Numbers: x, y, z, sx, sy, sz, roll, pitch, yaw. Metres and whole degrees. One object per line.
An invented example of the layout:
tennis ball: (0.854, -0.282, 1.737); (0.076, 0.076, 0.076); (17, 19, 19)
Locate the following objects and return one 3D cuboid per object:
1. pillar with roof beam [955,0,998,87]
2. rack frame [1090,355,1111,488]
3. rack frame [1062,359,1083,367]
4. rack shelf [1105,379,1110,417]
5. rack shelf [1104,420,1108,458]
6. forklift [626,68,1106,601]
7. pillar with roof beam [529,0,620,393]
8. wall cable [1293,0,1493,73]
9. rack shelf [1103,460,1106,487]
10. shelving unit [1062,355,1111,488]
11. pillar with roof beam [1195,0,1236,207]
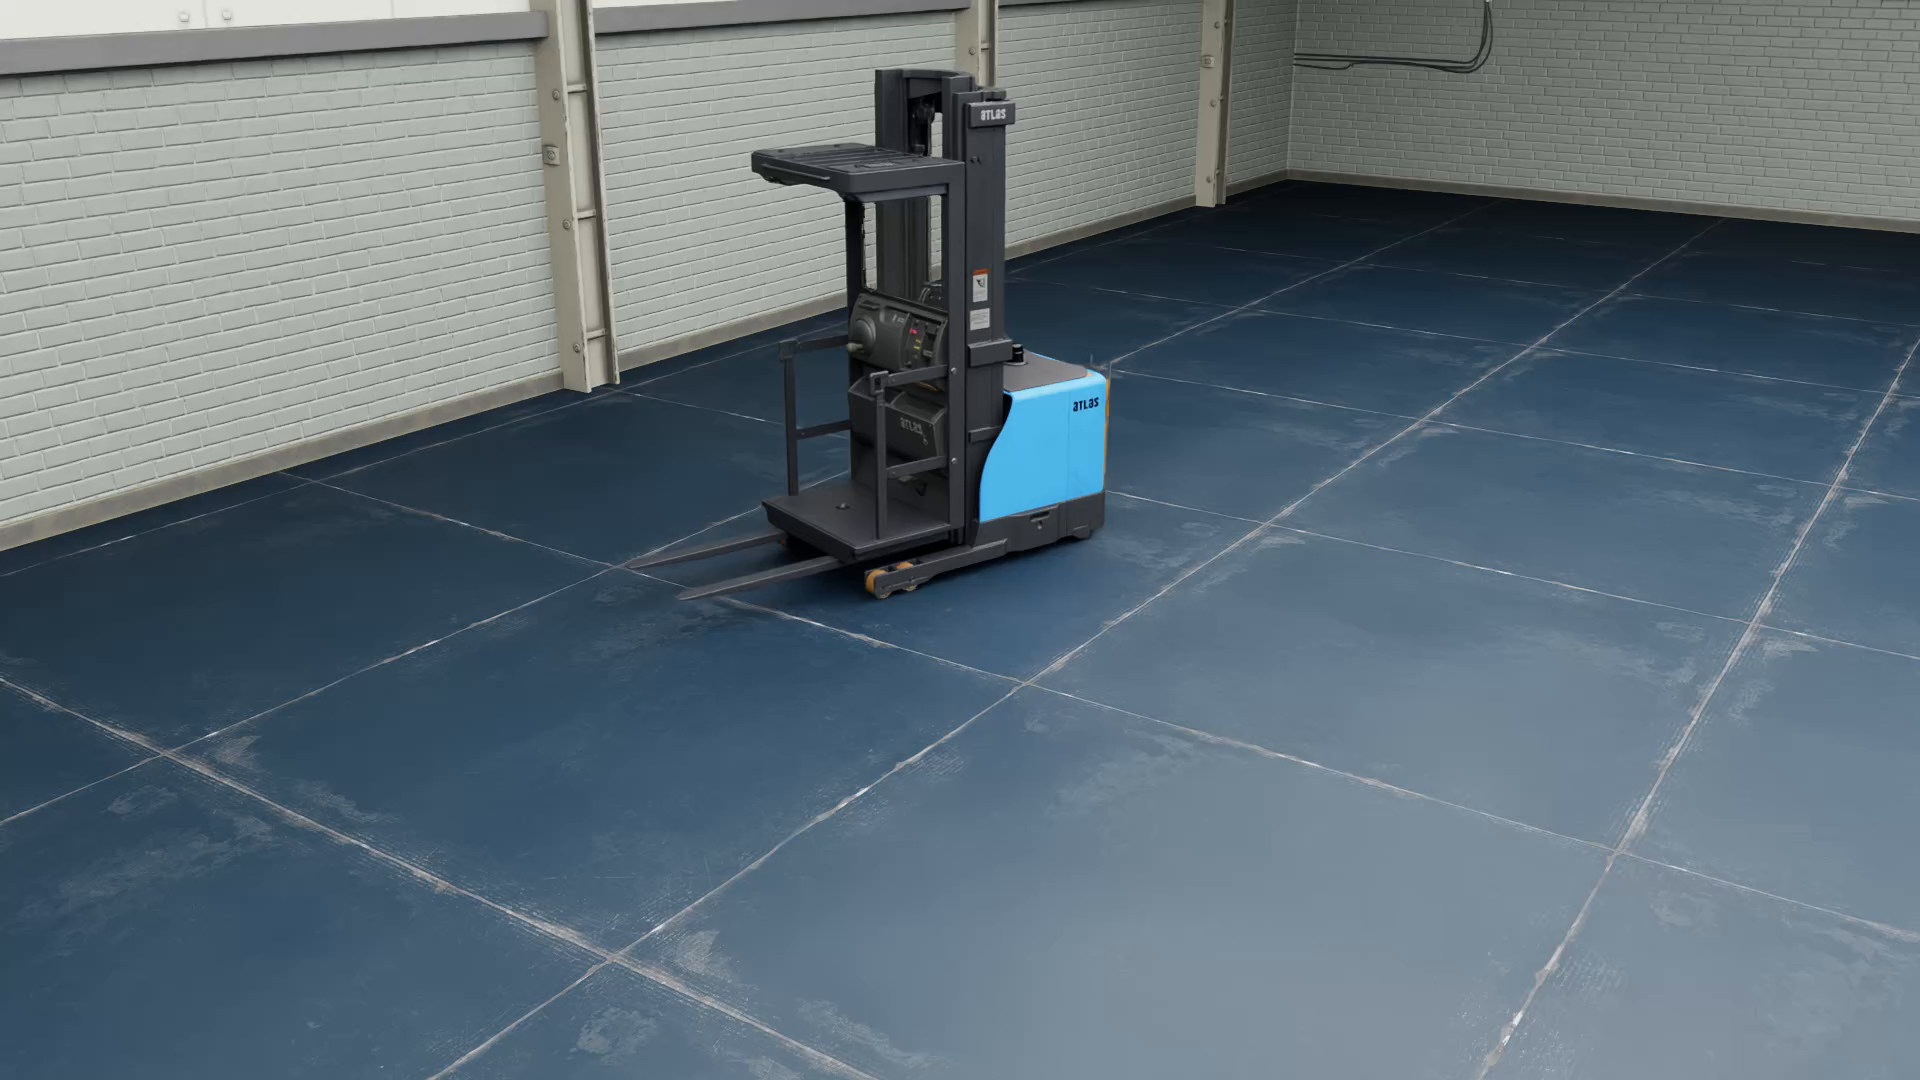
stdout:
pillar with roof beam: (3.742, -6.442, 15.210); (9.100, 9.000, 0.400); (13, 24, 32)
rack frame: (0.920, -0.711, 11.175); (0.008, 1.050, 0.200); (-13, 24, -35)
rack frame: (0.725, -0.666, 11.034); (0.008, 1.050, 0.200); (-13, 24, -35)
rack shelf: (0.828, -0.946, 11.014); (0.240, 0.259, 0.215); (-13, 24, -35)
rack shelf: (0.822, -0.679, 11.108); (0.240, 0.259, 0.215); (-13, 24, -35)
forklift: (-0.544, -1.239, 9.890); (3.031, 2.935, 1.130); (-15, 25, -34)
pillar with roof beam: (0.370, -4.721, 10.556); (9.100, 9.000, 0.400); (13, 24, 32)
wall cable: (6.305, -8.134, 24.260); (3.097, 2.526, 0.112); (13, 24, 32)
rack shelf: (0.816, -0.417, 11.200); (0.240, 0.259, 0.215); (-13, 24, -35)
shelving unit: (0.822, -0.689, 11.104); (0.252, 1.050, 0.215); (-13, 24, -35)
pillar with roof beam: (7.115, -8.164, 19.864); (9.100, 9.000, 0.400); (13, 24, 32)
